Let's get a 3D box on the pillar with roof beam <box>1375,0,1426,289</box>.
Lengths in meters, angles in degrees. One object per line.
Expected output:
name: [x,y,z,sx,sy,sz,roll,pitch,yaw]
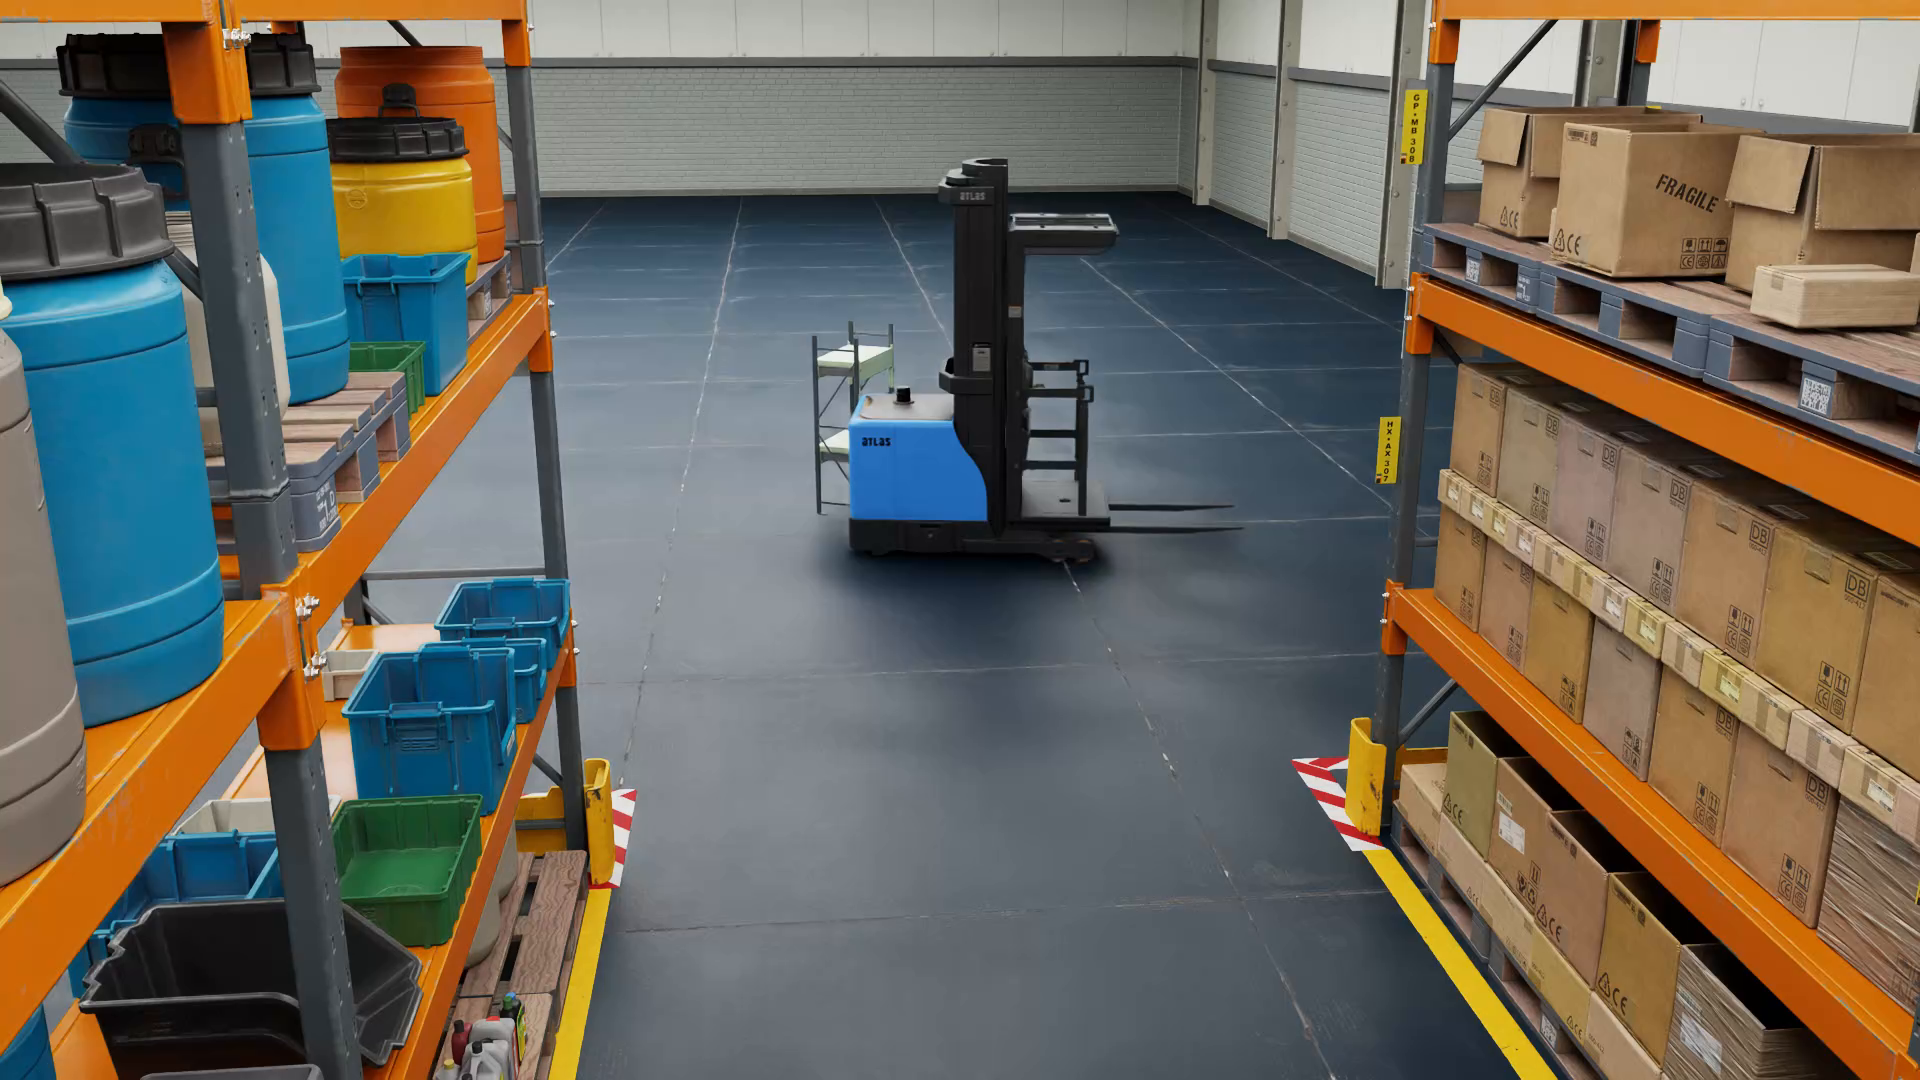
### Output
pillar with roof beam: [2.323,-8.058,23.821,9.100,9.000,0.400,-2,18,-6]

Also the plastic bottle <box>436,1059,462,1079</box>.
plastic bottle: [-1.808,1.944,5.915,0.097,0.201,0.097,0,17,0]

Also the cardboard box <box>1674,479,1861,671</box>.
cardboard box: [2.859,0.100,5.519,0.700,0.500,0.500,-2,18,-6]

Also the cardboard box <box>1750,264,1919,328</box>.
cardboard box: [2.619,-0.731,4.975,0.380,0.149,0.250,-2,18,-6]

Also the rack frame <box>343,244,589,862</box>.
rack frame: [-2.325,0.158,7.665,1.000,3.000,0.127,-2,18,-6]

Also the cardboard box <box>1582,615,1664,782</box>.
cardboard box: [2.800,0.559,6.221,0.700,0.500,0.500,-1,17,-4]

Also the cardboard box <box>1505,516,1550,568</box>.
cardboard box: [2.507,0.001,6.917,0.380,0.149,0.250,-2,18,-6]

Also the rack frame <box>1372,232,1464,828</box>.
rack frame: [2.602,0.006,8.149,1.000,3.000,0.127,-2,18,-6]

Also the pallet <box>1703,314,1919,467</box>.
pallet: [2.901,-0.444,4.724,1.003,0.211,1.213,-2,18,-6]

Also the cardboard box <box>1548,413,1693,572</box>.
cardboard box: [2.756,-0.198,6.468,0.700,0.500,0.500,-2,18,-5]

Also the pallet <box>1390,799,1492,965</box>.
pallet: [2.723,1.563,7.845,1.003,0.211,1.213,-2,18,-6]

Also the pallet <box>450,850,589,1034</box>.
pallet: [-2.192,1.752,7.244,1.003,0.211,1.213,-2,18,-6]

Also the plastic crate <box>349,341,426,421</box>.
plastic crate: [-1.804,-0.459,4.976,0.336,0.188,0.450,-2,18,-6]

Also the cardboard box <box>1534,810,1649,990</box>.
cardboard box: [2.589,1.374,6.431,0.500,0.500,0.500,-2,18,-6]

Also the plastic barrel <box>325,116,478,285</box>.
plastic barrel: [-2.081,-1.227,6.055,0.600,0.588,0.600,0,17,0]

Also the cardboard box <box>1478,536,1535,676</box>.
cardboard box: [2.697,0.254,7.192,0.700,0.500,0.500,-1,17,-4]

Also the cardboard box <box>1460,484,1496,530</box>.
cardboard box: [2.459,-0.149,7.393,0.380,0.149,0.250,-2,18,-7]

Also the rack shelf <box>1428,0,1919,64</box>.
rack shelf: [2.809,-1.726,5.520,1.077,0.370,4.000,-2,18,-6]

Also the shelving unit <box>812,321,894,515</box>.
shelving unit: [-0.879,-1.017,13.911,0.431,1.500,0.755,6,18,19]

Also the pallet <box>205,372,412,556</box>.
pallet: [-2.084,-0.203,4.123,1.213,0.211,1.003,-2,18,-6]

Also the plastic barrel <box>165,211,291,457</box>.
plastic barrel: [-1.761,-0.469,3.768,0.421,0.512,0.421,0,17,0]

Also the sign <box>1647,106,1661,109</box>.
sign: [3.144,-1.822,7.619,0.100,0.325,0.005,-2,18,-6]

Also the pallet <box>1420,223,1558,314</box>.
pallet: [2.650,-1.171,7.039,1.003,0.211,1.213,-2,18,-6]

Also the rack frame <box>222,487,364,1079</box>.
rack frame: [-1.912,1.350,3.869,1.000,3.000,0.127,-2,18,-6]

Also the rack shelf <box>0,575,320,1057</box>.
rack shelf: [-1.706,0.858,1.630,1.077,0.370,4.000,-2,18,-6]

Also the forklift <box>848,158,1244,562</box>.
forklift: [0.677,-1.394,12.724,3.031,2.935,1.130,1,17,2]

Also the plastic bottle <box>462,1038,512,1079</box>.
plastic bottle: [-1.686,1.899,5.934,0.152,0.276,0.135,-2,18,-7]

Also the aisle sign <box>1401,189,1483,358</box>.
aisle sign: [2.291,-1.244,7.792,0.394,0.787,0.004,-2,18,-6]

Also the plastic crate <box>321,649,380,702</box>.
plastic crate: [-2.553,0.561,6.824,0.298,0.136,0.250,-2,18,-6]

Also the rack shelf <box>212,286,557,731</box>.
rack shelf: [-2.119,-0.334,5.426,1.077,0.370,4.000,-2,18,-6]

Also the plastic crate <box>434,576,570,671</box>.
plastic crate: [-1.976,0.369,7.242,0.499,0.251,0.616,-2,18,-6]

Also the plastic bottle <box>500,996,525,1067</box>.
plastic bottle: [-1.669,1.812,6.197,0.061,0.283,0.133,-1,17,-4]

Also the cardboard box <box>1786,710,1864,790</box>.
cardboard box: [2.721,0.615,4.961,0.380,0.149,0.250,-2,18,-7]

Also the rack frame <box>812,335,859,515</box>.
rack frame: [-1.004,-0.913,13.583,0.400,1.500,0.023,6,18,19]

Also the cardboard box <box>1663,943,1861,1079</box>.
cardboard box: [2.710,1.671,5.484,0.500,0.500,0.500,-2,18,-6]

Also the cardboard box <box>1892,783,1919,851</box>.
cardboard box: [2.774,0.766,4.478,0.380,0.149,0.250,-2,18,-6]

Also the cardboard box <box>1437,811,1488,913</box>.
cardboard box: [2.492,1.433,7.493,0.500,0.250,0.500,-2,18,-6]

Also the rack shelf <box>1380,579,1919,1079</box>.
rack shelf: [2.809,0.945,6.359,1.077,0.370,4.000,-2,18,-6]

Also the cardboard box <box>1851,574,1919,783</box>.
cardboard box: [2.963,0.399,4.564,0.700,0.500,0.500,-2,18,-5]

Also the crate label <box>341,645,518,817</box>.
crate label: [-1.866,0.681,5.940,0.502,0.435,0.616,-2,18,-6]

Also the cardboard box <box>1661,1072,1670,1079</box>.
cardboard box: [2.708,2.029,5.596,0.500,0.250,0.500,-2,18,-6]

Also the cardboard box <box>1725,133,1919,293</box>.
cardboard box: [2.971,-1.044,5.380,0.797,0.503,0.637,0,17,0]

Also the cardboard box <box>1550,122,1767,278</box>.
cardboard box: [2.502,-1.236,5.998,0.500,0.500,0.500,-2,18,-6]

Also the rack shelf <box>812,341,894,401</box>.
rack shelf: [-0.879,-1.389,13.794,0.431,0.370,0.720,6,18,19]

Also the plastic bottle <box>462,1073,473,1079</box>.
plastic bottle: [-1.646,1.968,5.590,0.144,0.351,0.185,-2,18,-6]

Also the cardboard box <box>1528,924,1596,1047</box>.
cardboard box: [2.590,1.731,6.544,0.500,0.250,0.500,-2,18,-6]

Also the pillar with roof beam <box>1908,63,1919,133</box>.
pillar with roof beam: [3.561,-4.483,12.433,9.100,9.000,0.400,-2,18,-6]

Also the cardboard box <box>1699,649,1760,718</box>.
cardboard box: [2.671,0.463,5.444,0.380,0.149,0.250,-2,18,-6]

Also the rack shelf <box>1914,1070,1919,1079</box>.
rack shelf: [3.221,2.137,2.563,1.077,0.370,4.000,-2,18,-6]

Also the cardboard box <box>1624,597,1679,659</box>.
cardboard box: [2.614,0.309,5.935,0.380,0.149,0.250,-1,17,-4]

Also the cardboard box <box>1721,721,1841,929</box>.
cardboard box: [2.902,0.861,5.259,0.700,0.500,0.500,-2,18,-6]

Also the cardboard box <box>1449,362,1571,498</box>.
cardboard box: [2.643,-0.505,7.445,0.700,0.500,0.500,-2,18,-5]

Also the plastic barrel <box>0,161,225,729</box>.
plastic barrel: [-1.644,-0.176,2.884,0.600,0.901,0.708,-2,18,-6]

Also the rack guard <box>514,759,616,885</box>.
rack guard: [-2.270,1.372,7.972,1.175,0.500,0.348,-2,18,-6]

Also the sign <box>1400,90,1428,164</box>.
sign: [2.050,-1.864,7.508,0.100,0.325,0.005,-2,18,-6]

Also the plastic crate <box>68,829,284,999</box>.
plastic crate: [-2.297,1.100,4.915,0.499,0.251,0.616,-2,18,-6]

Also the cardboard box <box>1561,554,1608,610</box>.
cardboard box: [2.564,0.156,6.421,0.380,0.149,0.250,-2,18,-6]

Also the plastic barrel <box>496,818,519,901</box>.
plastic barrel: [-2.181,1.339,7.358,0.421,0.512,0.421,0,17,0]

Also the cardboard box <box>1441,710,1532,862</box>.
cardboard box: [2.490,1.076,7.381,0.500,0.500,0.500,-2,18,-6]
